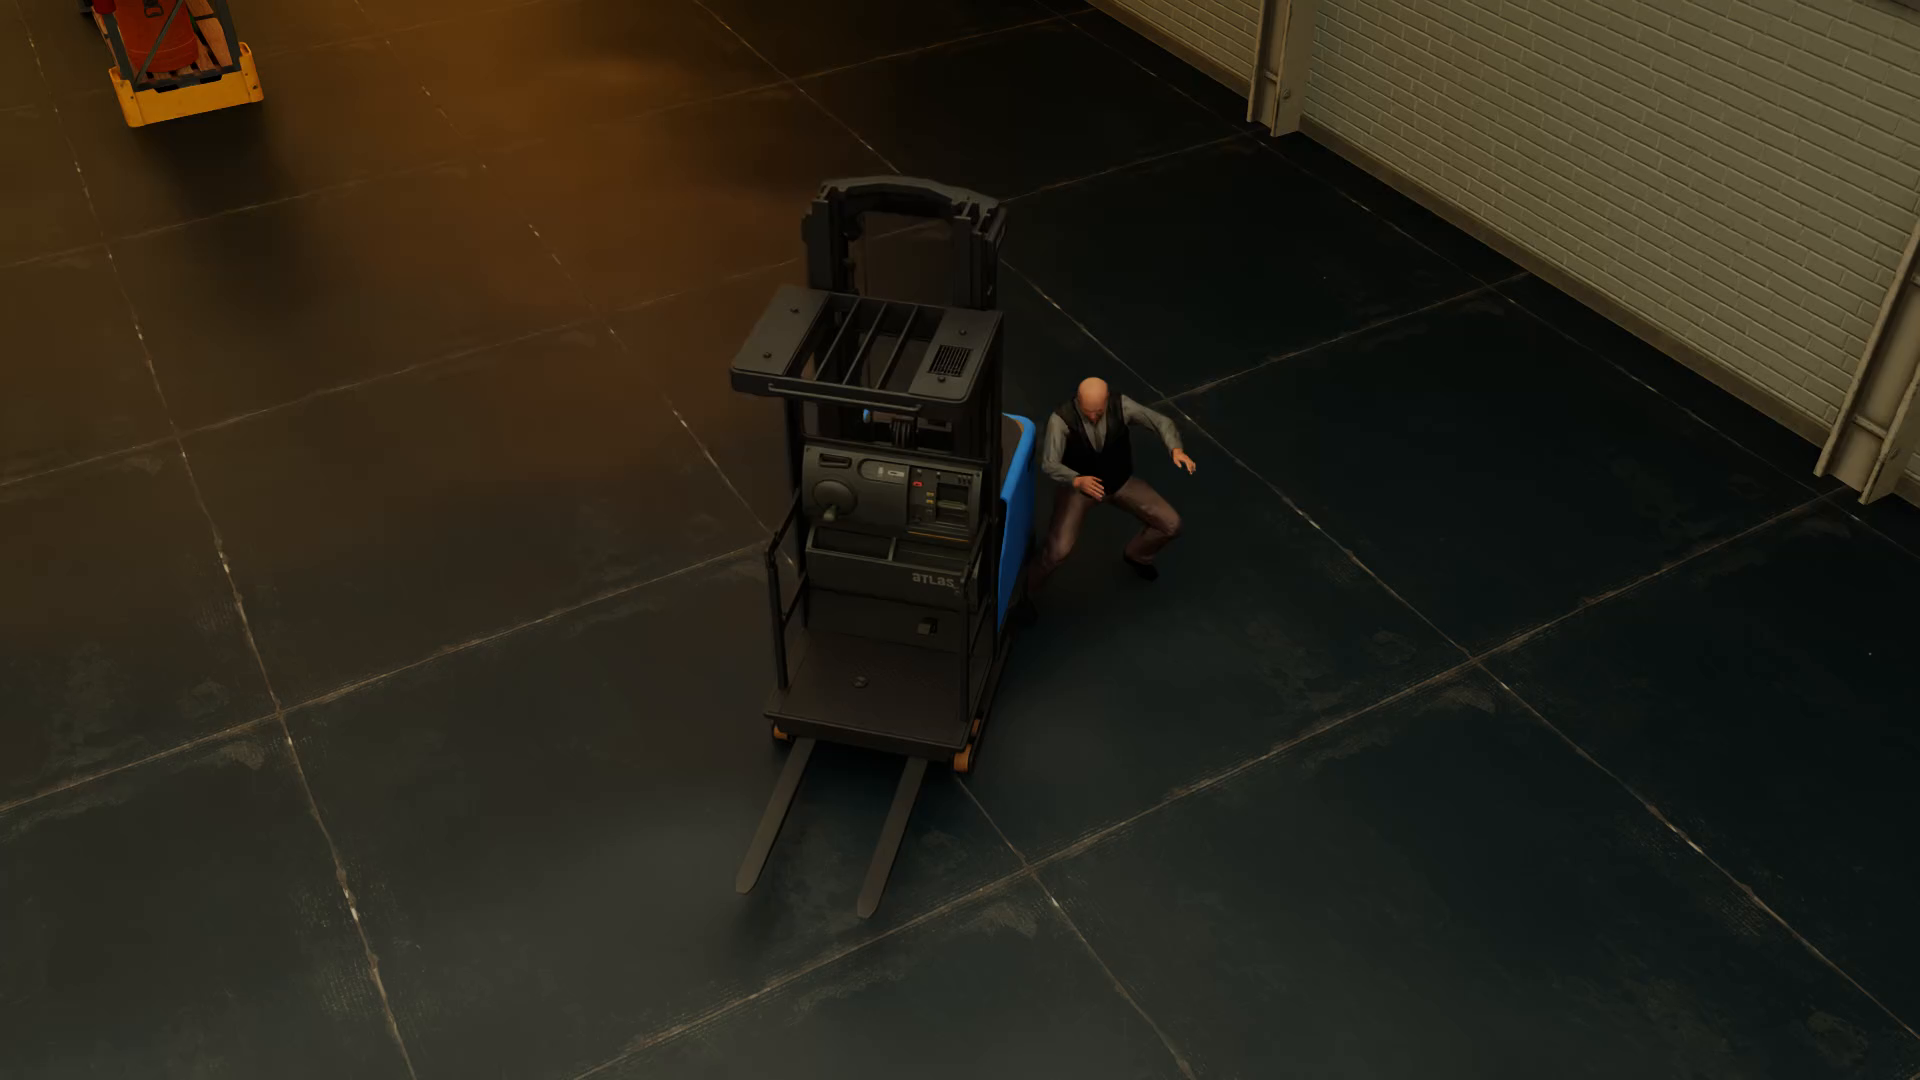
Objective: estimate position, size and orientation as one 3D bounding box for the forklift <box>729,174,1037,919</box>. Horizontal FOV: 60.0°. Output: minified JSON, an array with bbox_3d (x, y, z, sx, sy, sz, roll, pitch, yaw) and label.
[{"bbox_3d":[-0.395,-0.163,8.232,1.130,2.935,3.031,9,40,11],"label":"forklift"}]

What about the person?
[{"bbox_3d":[0.785,-0.254,9.503,0.992,1.498,0.759,-6,40,-7],"label":"person"}]
